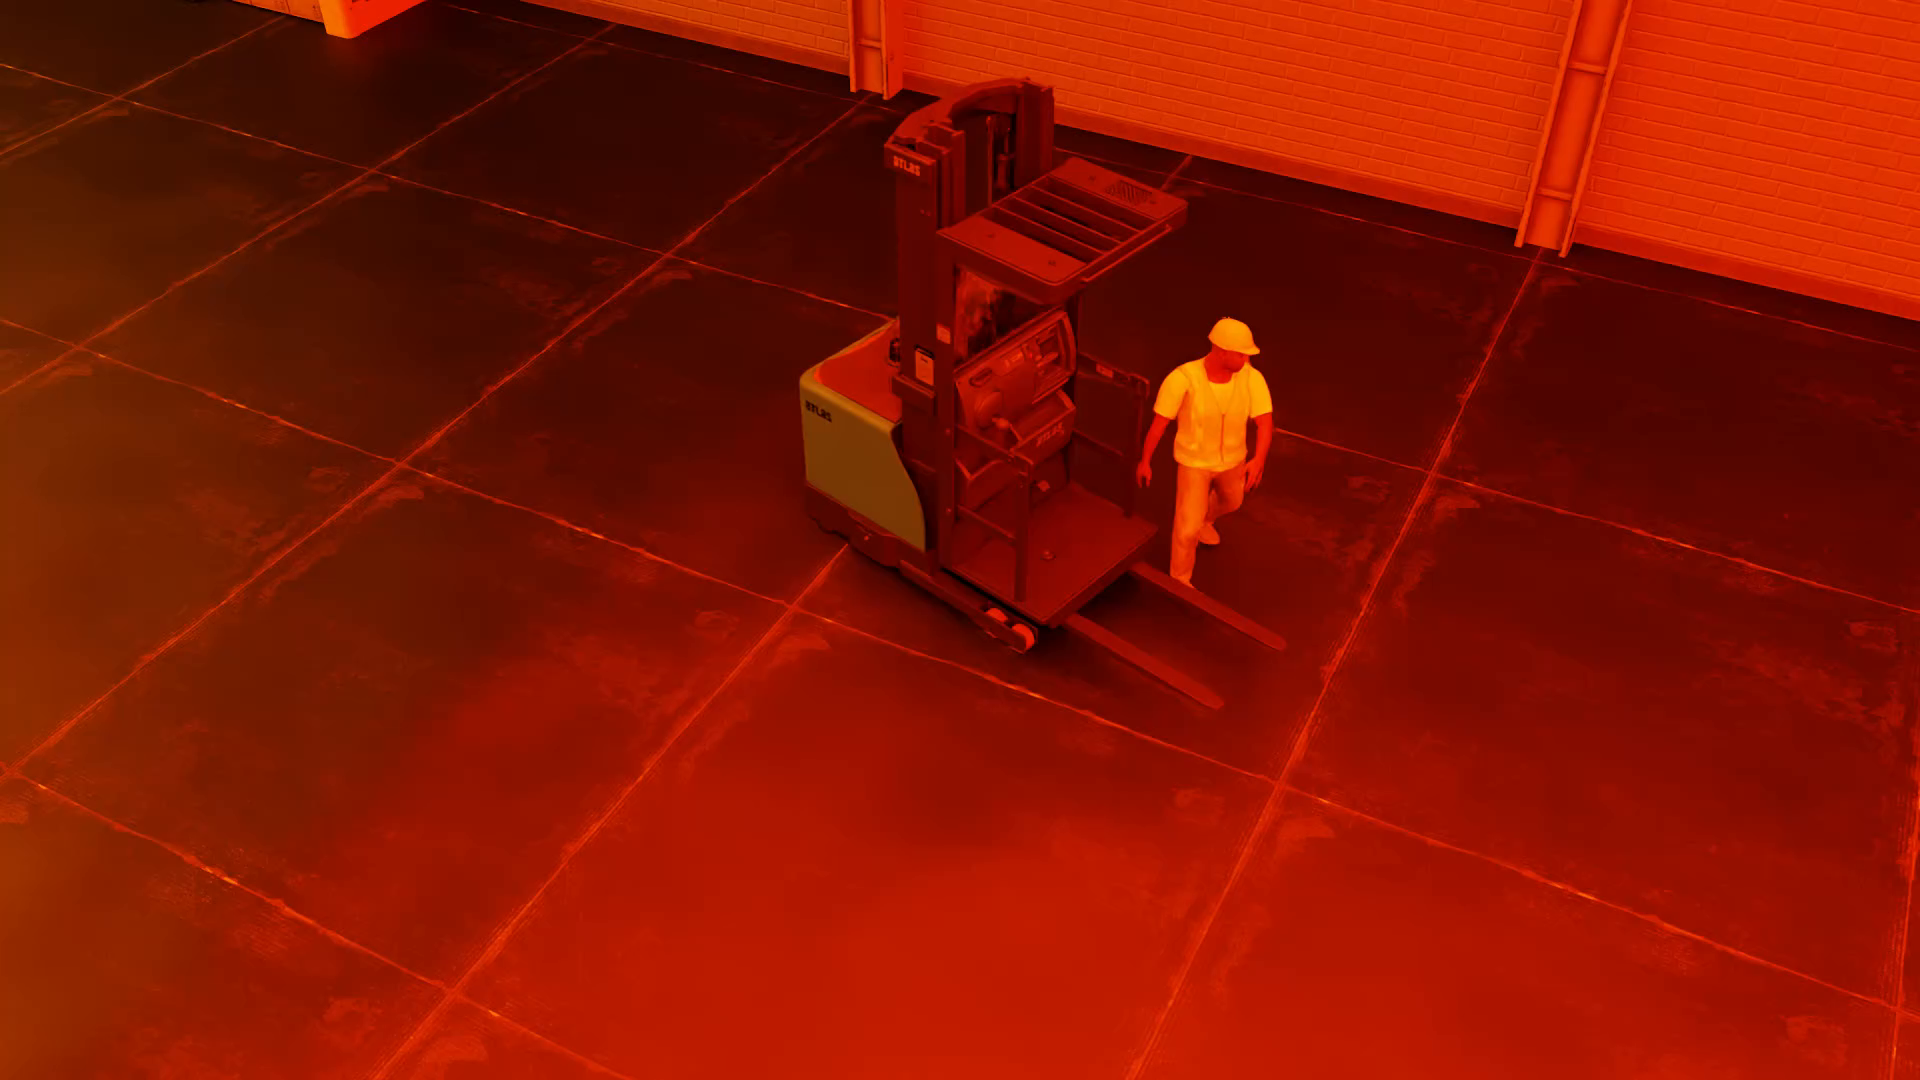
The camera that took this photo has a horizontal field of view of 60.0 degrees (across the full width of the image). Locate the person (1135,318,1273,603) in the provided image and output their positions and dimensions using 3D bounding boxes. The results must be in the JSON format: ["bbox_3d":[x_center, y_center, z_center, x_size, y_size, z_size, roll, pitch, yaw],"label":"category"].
[{"bbox_3d":[1.391,-0.454,9.512,0.756,1.687,0.838,-15,42,-17],"label":"person"}]

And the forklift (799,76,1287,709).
[{"bbox_3d":[0.469,-0.862,9.010,3.031,2.935,1.130,30,49,31],"label":"forklift"}]
